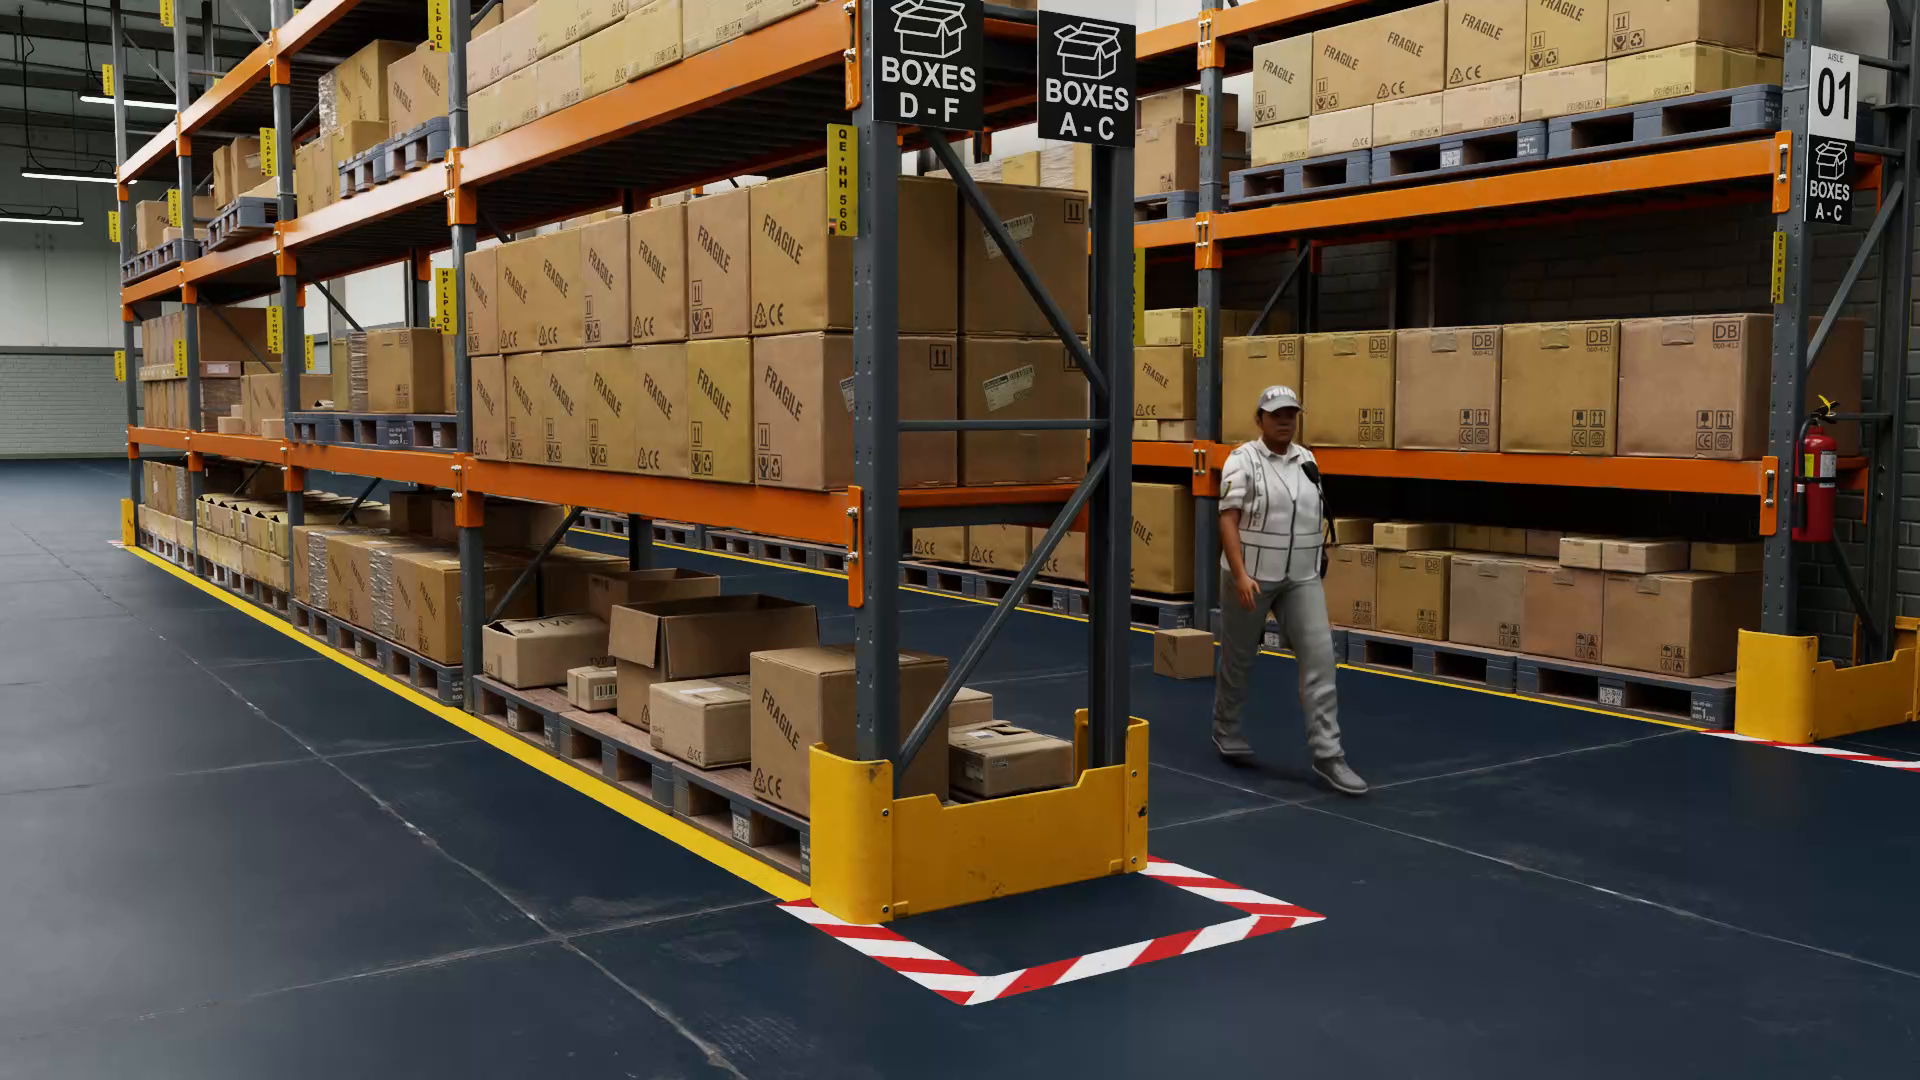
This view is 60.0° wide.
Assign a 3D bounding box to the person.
[{"bbox_3d":[1.342,0.170,6.980,0.529,1.633,0.934,-1,5,-12],"label":"person"}]
